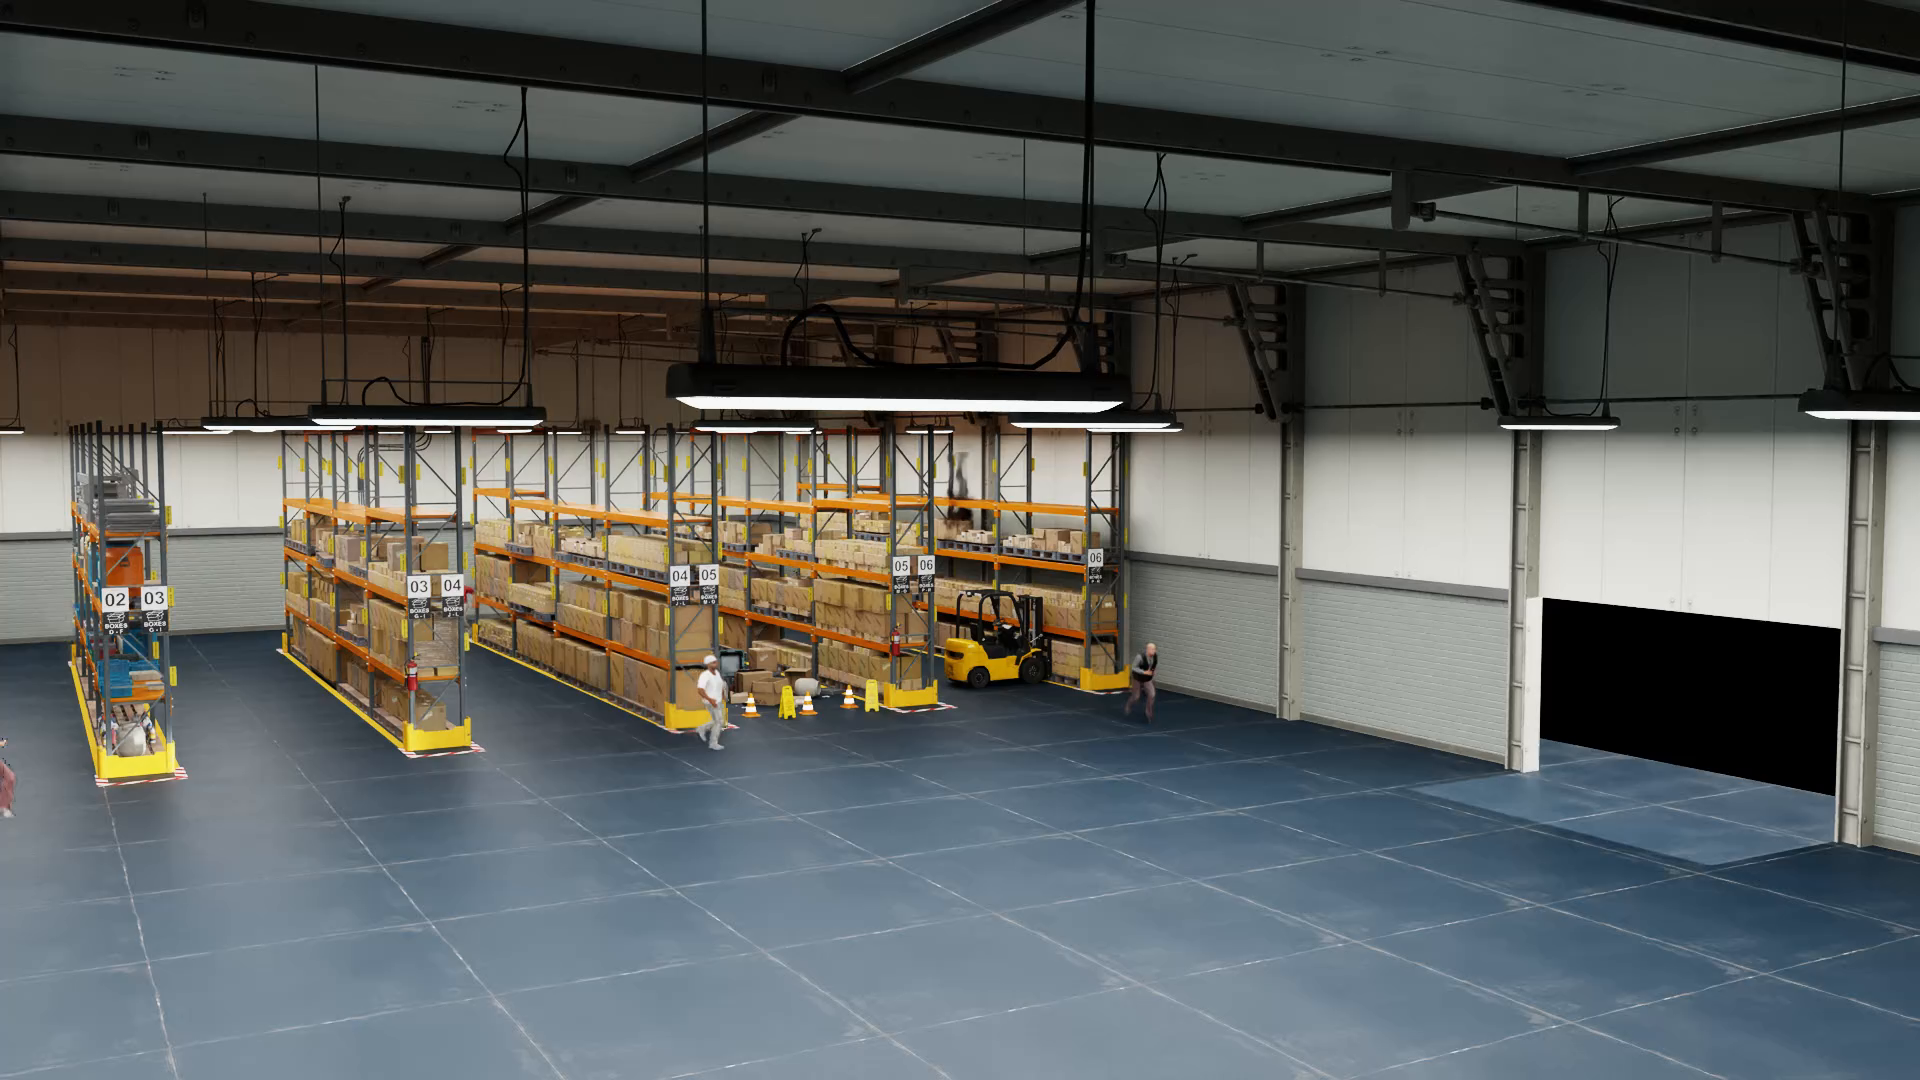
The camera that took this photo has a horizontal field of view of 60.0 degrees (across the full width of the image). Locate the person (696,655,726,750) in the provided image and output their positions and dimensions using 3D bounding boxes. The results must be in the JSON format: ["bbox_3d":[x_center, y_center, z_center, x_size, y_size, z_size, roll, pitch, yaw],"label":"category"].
[{"bbox_3d":[-4.598,2.977,30.571,0.571,1.732,0.693,1,4,15],"label":"person"}]

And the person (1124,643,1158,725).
[{"bbox_3d":[3.639,2.870,33.424,0.701,1.681,0.989,-2,4,-30],"label":"person"}]

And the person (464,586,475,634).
[{"bbox_3d":[-14.265,1.951,47.587,0.672,1.758,0.820,2,4,28],"label":"person"}]

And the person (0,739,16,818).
[{"bbox_3d":[-14.622,3.365,24.861,0.803,1.707,0.554,0,4,-1],"label":"person"}]
